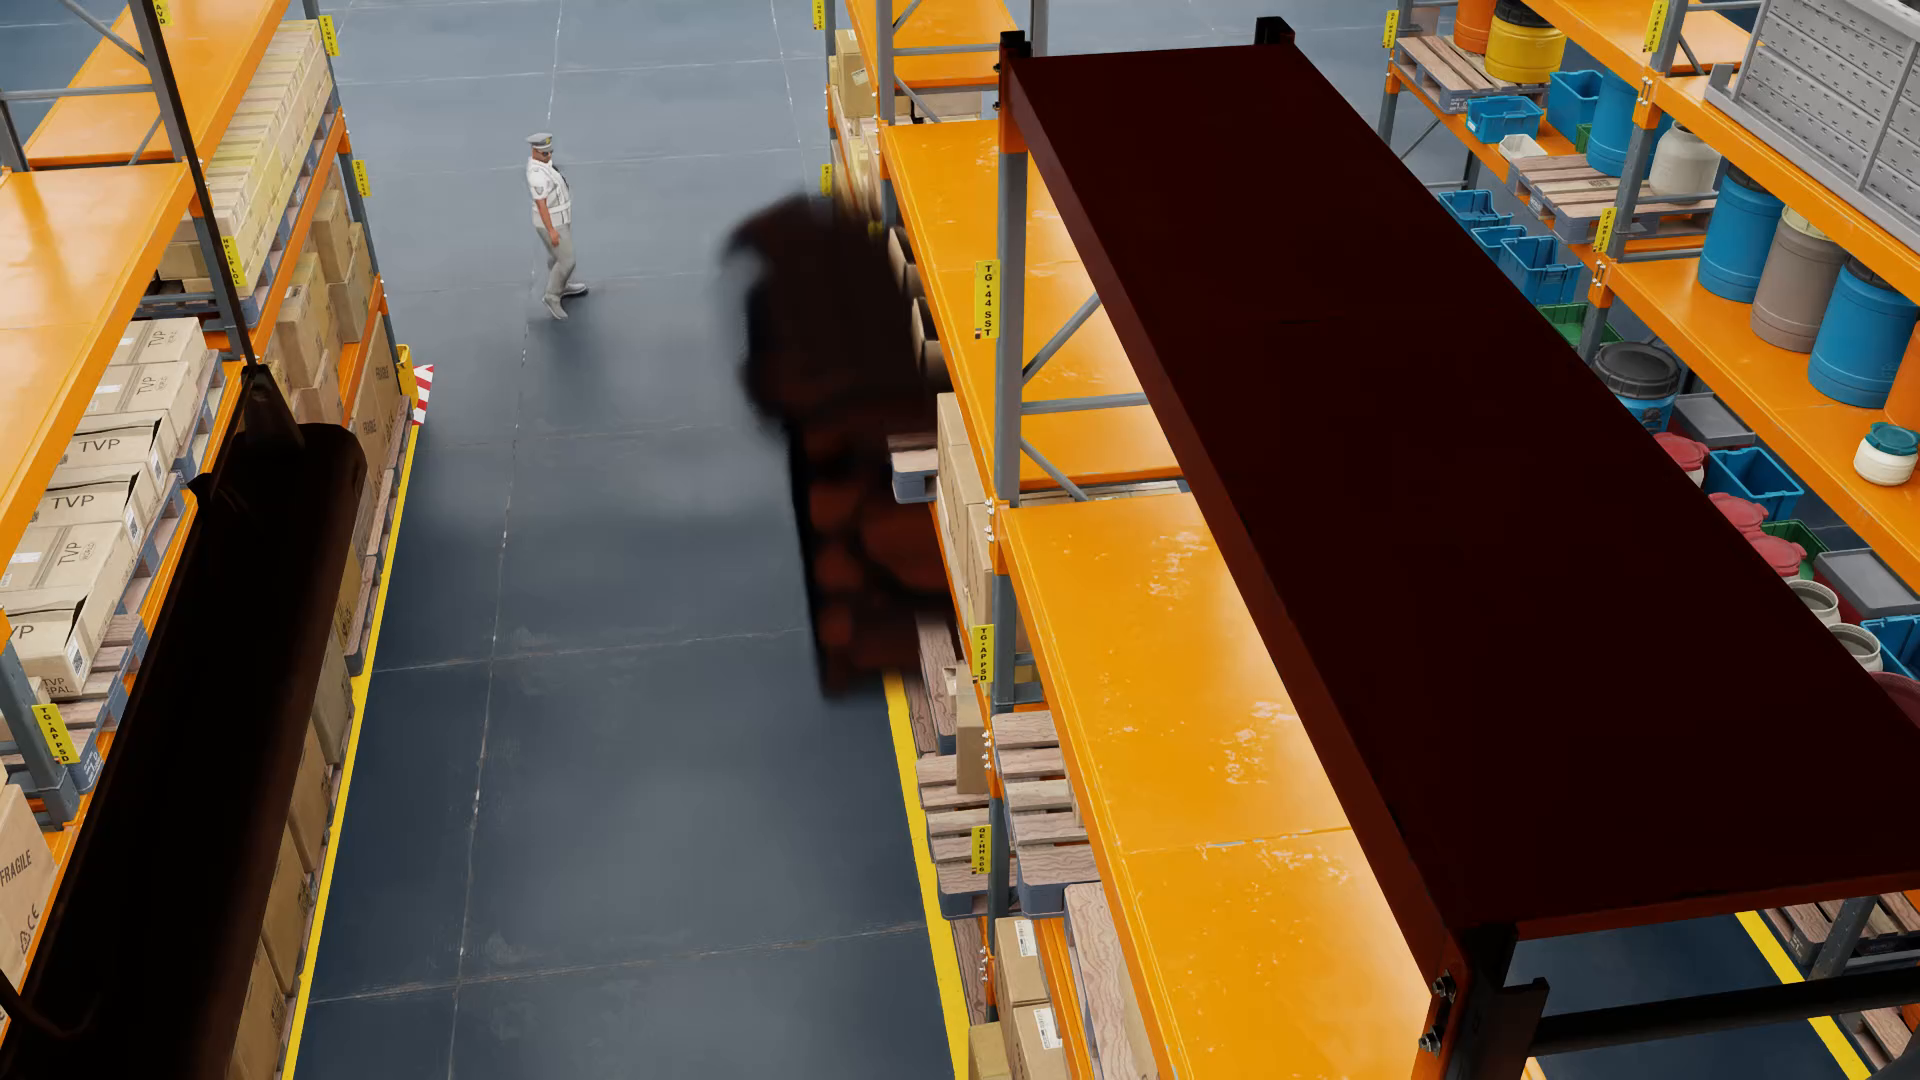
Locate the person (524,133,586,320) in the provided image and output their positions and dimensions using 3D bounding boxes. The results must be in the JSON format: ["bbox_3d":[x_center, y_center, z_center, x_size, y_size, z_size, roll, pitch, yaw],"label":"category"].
[{"bbox_3d":[-3.955,-3.071,16.180,0.477,1.790,0.666,-12,38,-15],"label":"person"}]
